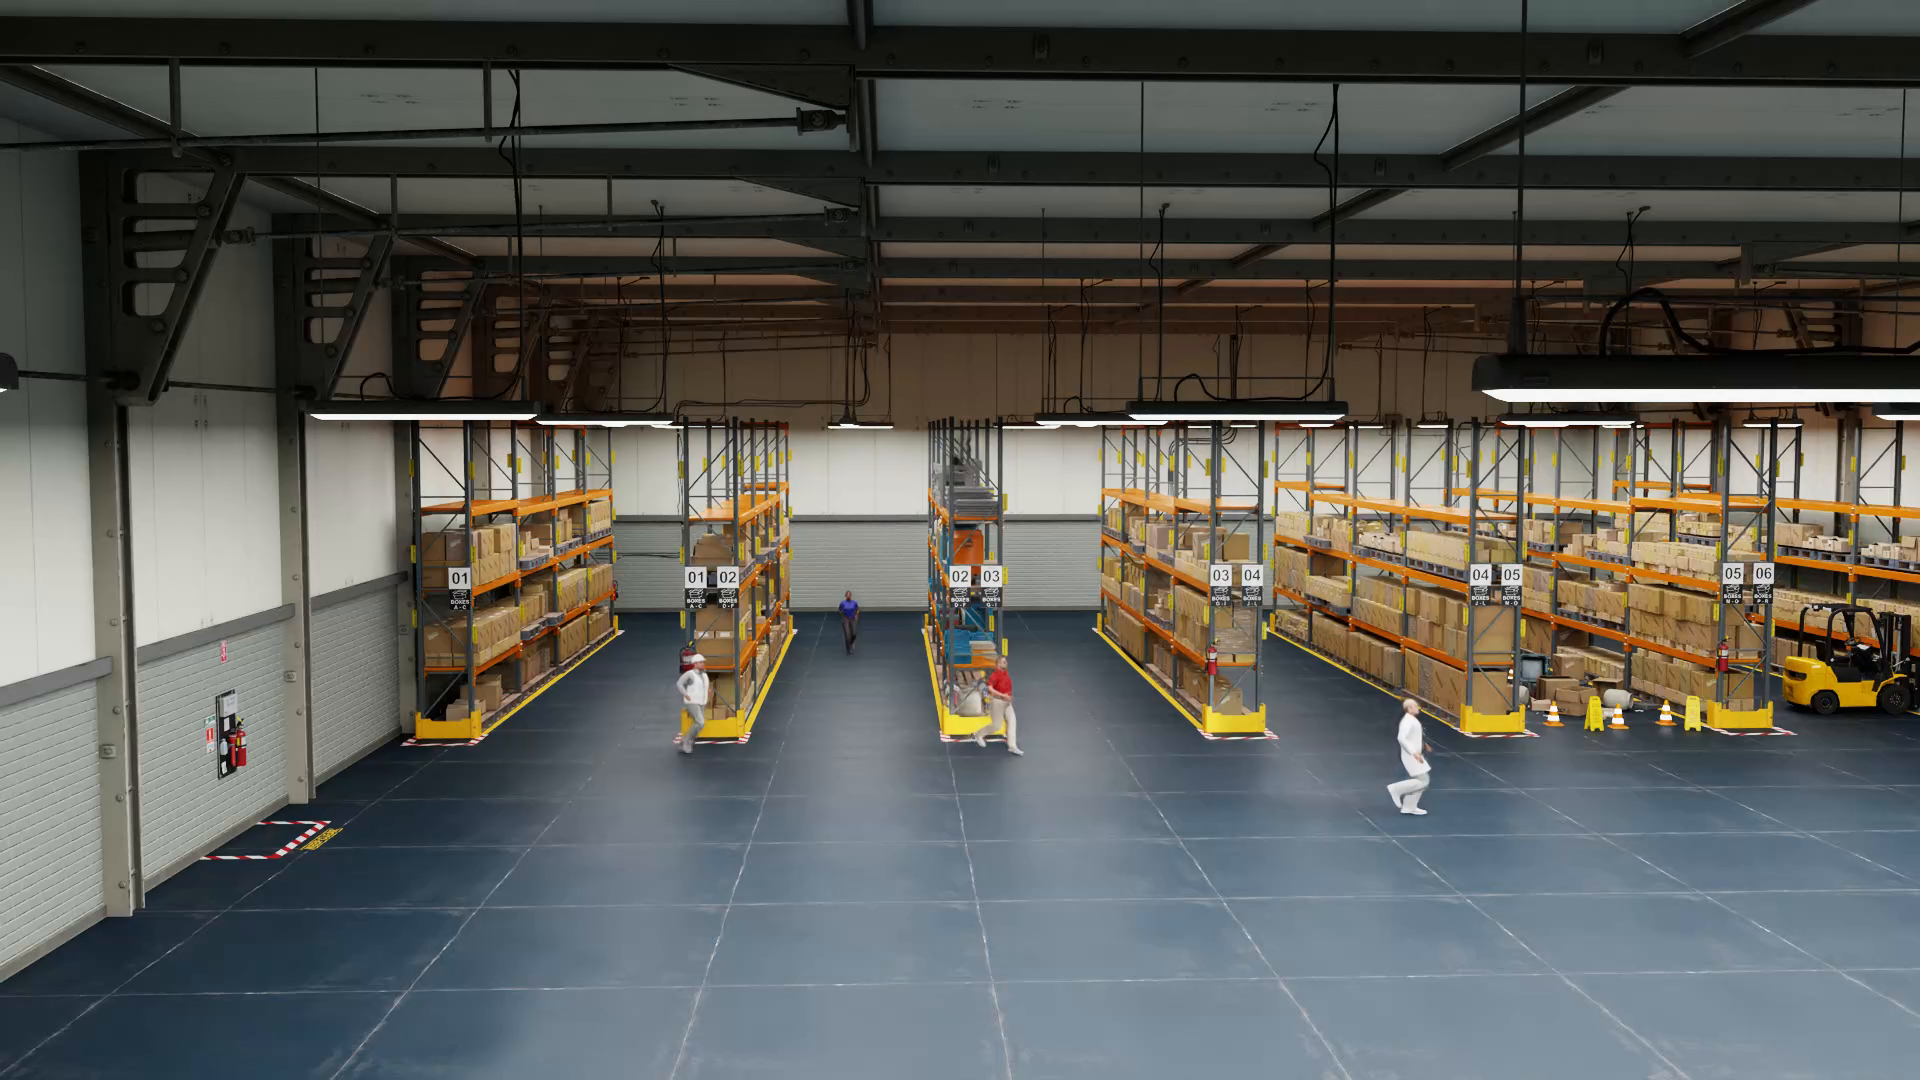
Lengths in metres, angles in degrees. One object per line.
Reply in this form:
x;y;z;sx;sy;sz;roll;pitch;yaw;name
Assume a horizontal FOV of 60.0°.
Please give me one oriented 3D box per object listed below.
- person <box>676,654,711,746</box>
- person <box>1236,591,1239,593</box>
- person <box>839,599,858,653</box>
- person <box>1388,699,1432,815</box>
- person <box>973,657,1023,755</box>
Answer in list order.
-4.714;2.876;29.753;0.597;1.665;0.661;2;4;28;person
7.760;1.959;47.598;0.583;1.361;0.647;3;5;35;person
-2.857;2.219;42.873;0.521;1.410;0.468;-1;4;-11;person
6.728;3.240;24.849;0.638;1.733;0.710;1;4;15;person
0.723;2.937;29.649;0.971;1.725;0.692;2;4;30;person
